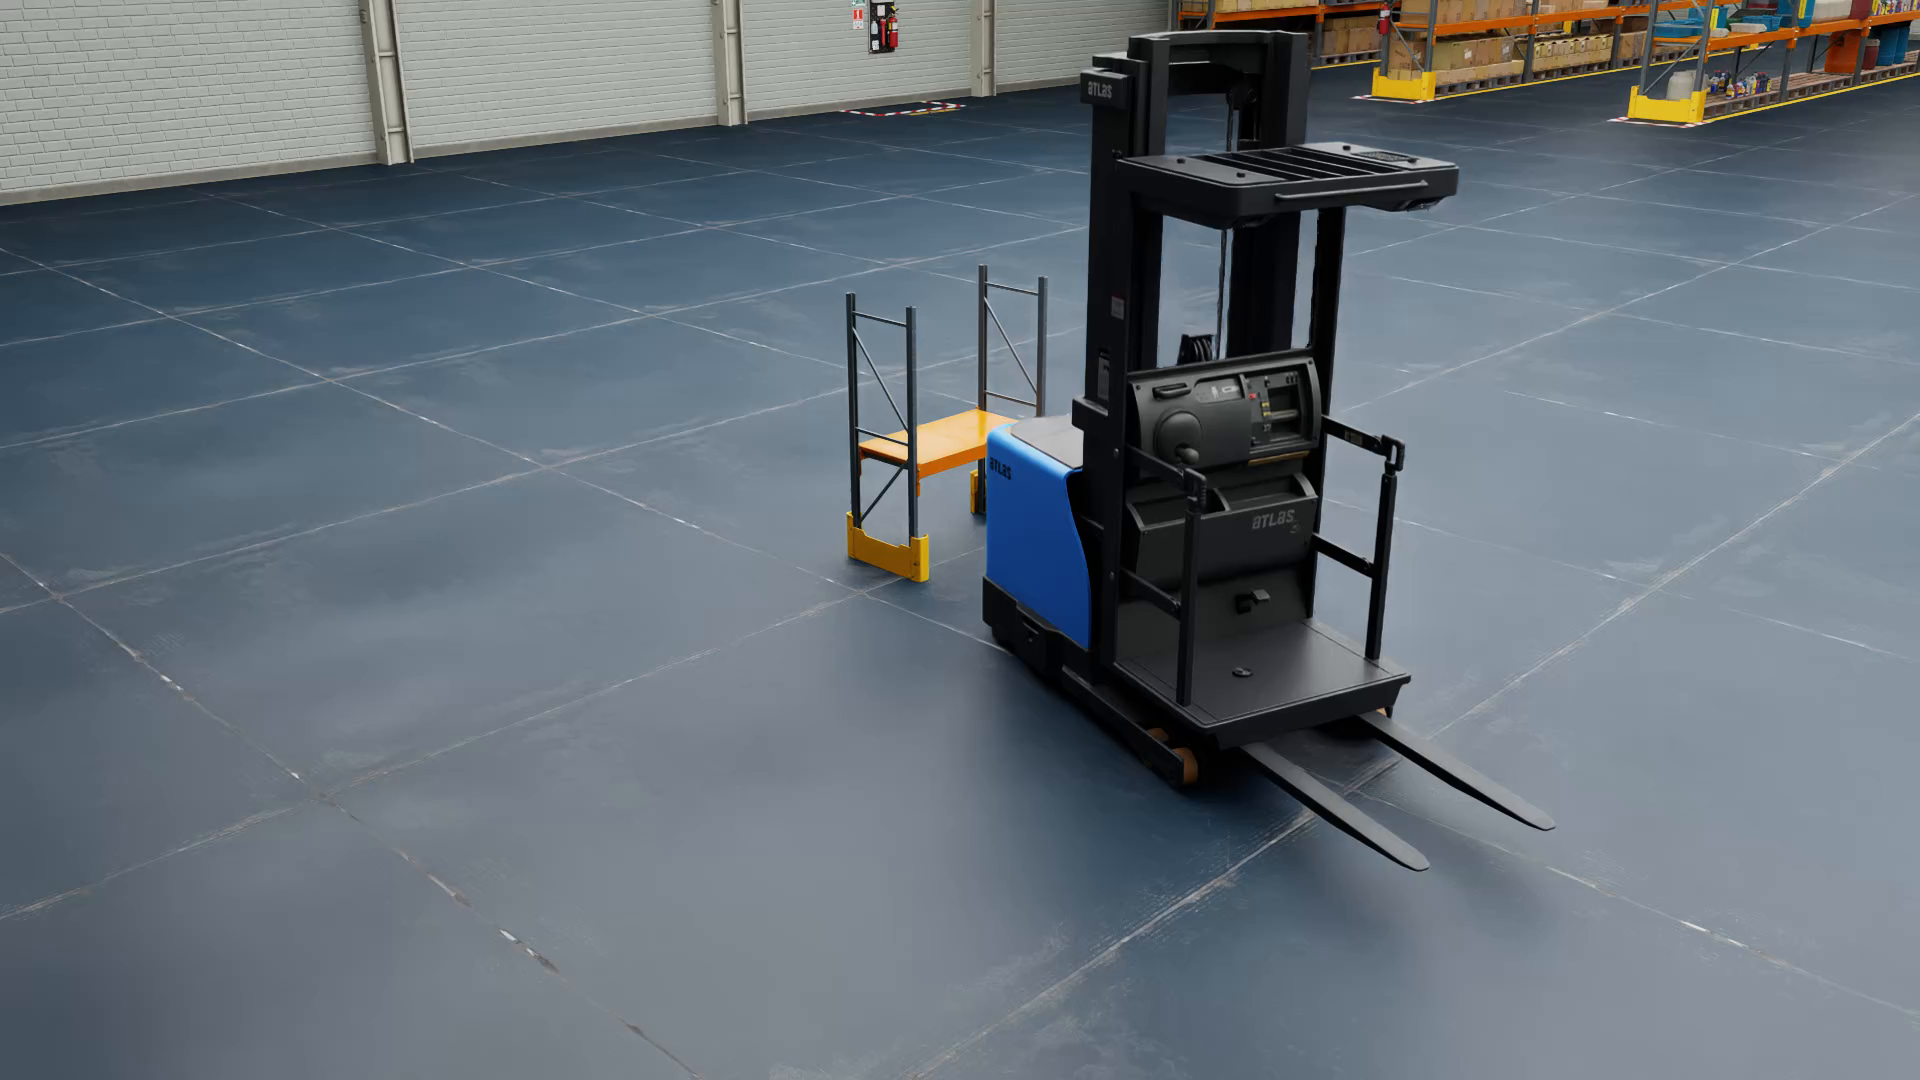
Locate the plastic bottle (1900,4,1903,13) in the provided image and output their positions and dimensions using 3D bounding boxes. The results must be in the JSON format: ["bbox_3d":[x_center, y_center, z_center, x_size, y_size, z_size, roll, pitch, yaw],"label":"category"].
[{"bbox_3d":[19.257,-10.918,34.075,0.097,0.201,0.097,0,21,0],"label":"plastic bottle"}]

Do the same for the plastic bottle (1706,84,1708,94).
[{"bbox_3d":[13.215,-8.010,29.522,0.097,0.201,0.097,0,21,0],"label":"plastic bottle"}]

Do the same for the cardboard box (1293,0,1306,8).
[{"bbox_3d":[7.078,-11.586,35.718,0.500,0.250,0.500,19,28,41],"label":"cardboard box"}]

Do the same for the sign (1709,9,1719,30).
[{"bbox_3d":[12.244,-8.453,26.999,0.100,0.325,0.005,19,28,41],"label":"sign"}]

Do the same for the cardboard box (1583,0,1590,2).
[{"bbox_3d":[13.125,-11.536,35.532,0.500,0.311,0.500,19,28,40],"label":"cardboard box"}]

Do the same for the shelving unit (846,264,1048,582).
[{"bbox_3d":[-0.053,-0.680,9.255,0.587,1.500,1.083,19,28,41],"label":"shelving unit"}]

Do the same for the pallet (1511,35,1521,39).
[{"bbox_3d":[13.713,-12.901,42.844,1.003,0.211,1.213,19,28,41],"label":"pallet"}]

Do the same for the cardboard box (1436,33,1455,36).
[{"bbox_3d":[11.558,-12.571,40.510,0.750,0.750,0.750,19,28,40],"label":"cardboard box"}]

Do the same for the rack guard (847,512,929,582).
[{"bbox_3d":[-0.401,0.031,9.146,0.587,0.250,0.087,19,28,41],"label":"rack guard"}]

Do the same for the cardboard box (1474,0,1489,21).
[{"bbox_3d":[9.719,-10.265,31.961,0.500,0.500,0.700,-19,28,-40],"label":"cardboard box"}]

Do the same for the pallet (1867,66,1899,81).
[{"bbox_3d":[18.805,-9.742,34.627,1.003,0.211,1.213,19,28,41],"label":"pallet"}]

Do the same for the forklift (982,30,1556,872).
[{"bbox_3d":[1.233,-0.524,6.853,1.130,2.935,3.031,-10,23,-25],"label":"forklift"}]

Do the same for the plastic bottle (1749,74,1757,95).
[{"bbox_3d":[14.041,-8.089,29.519,0.144,0.351,0.185,19,28,40],"label":"plastic bottle"}]

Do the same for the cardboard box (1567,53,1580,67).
[{"bbox_3d":[12.628,-10.081,34.868,0.500,0.250,0.500,-20,28,-41],"label":"cardboard box"}]

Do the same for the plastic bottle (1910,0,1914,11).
[{"bbox_3d":[19.689,-11.158,34.493,0.144,0.351,0.185,19,28,41],"label":"plastic bottle"}]

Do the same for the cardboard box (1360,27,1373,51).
[{"bbox_3d":[9.102,-11.601,38.446,0.700,0.500,0.500,19,28,40],"label":"cardboard box"}]

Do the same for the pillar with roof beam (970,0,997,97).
[{"bbox_3d":[3.522,-11.519,27.000,9.100,9.000,0.400,19,28,41],"label":"pillar with roof beam"}]

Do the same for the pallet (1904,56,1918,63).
[{"bbox_3d":[20.709,-10.444,36.453,1.003,0.211,1.213,19,28,41],"label":"pallet"}]

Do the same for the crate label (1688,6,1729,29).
[{"bbox_3d":[12.943,-9.020,28.811,0.502,0.435,0.616,19,28,41],"label":"crate label"}]

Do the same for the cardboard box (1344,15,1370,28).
[{"bbox_3d":[9.073,-11.924,38.243,0.500,0.250,0.500,19,28,40],"label":"cardboard box"}]

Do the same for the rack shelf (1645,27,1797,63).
[{"bbox_3d":[13.248,-8.641,28.877,1.077,0.370,4.000,19,28,41],"label":"rack shelf"}]

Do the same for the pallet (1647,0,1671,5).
[{"bbox_3d":[15.241,-12.171,37.326,1.003,0.211,1.213,19,28,41],"label":"pallet"}]

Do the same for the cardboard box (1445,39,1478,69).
[{"bbox_3d":[9.527,-9.308,31.814,0.500,0.500,0.500,19,28,41],"label":"cardboard box"}]

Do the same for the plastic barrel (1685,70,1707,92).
[{"bbox_3d":[12.607,-7.814,28.606,0.421,0.512,0.421,0,21,0],"label":"plastic barrel"}]

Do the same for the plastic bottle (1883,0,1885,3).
[{"bbox_3d":[18.846,-10.926,33.889,0.144,0.351,0.185,19,28,41],"label":"plastic bottle"}]

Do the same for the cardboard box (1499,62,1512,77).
[{"bbox_3d":[10.574,-9.344,32.951,0.500,0.250,0.500,19,28,41],"label":"cardboard box"}]

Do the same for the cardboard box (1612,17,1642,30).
[{"bbox_3d":[15.119,-11.727,37.729,0.500,0.250,0.500,19,28,40],"label":"cardboard box"}]

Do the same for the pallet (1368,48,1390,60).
[{"bbox_3d":[9.789,-11.496,39.190,1.003,0.211,1.213,19,28,41],"label":"pallet"}]

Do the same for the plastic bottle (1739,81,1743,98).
[{"bbox_3d":[13.650,-7.896,29.126,0.097,0.271,0.097,0,21,0],"label":"plastic bottle"}]

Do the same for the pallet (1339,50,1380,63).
[{"bbox_3d":[8.938,-11.184,38.378,1.003,0.211,1.213,19,28,41],"label":"pallet"}]

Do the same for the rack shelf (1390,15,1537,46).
[{"bbox_3d":[9.702,-9.881,32.105,1.077,0.370,4.000,19,28,41],"label":"rack shelf"}]

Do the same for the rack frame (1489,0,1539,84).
[{"bbox_3d":[11.097,-10.731,33.313,1.000,3.000,0.127,19,28,41],"label":"rack frame"}]

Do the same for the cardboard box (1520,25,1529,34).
[{"bbox_3d":[14.434,-13.482,43.369,0.500,0.500,0.700,-19,28,-41],"label":"cardboard box"}]

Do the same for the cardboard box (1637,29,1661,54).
[{"bbox_3d":[15.485,-11.243,37.514,0.500,0.500,0.500,18,27,39],"label":"cardboard box"}]

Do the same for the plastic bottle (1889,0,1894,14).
[{"bbox_3d":[18.806,-10.780,33.603,0.061,0.283,0.133,19,28,41],"label":"plastic bottle"}]

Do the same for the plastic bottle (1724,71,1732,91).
[{"bbox_3d":[13.886,-8.320,30.118,0.144,0.351,0.185,19,28,41],"label":"plastic bottle"}]

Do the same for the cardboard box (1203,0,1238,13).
[{"bbox_3d":[5.323,-10.927,34.004,0.500,0.250,0.500,18,28,39],"label":"cardboard box"}]

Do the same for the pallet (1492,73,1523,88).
[{"bbox_3d":[10.512,-9.236,33.309,1.003,0.211,1.213,19,28,41],"label":"pallet"}]

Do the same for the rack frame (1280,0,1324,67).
[{"bbox_3d":[7.545,-11.970,36.536,1.000,3.000,0.127,19,28,41],"label":"rack frame"}]

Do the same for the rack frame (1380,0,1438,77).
[{"bbox_3d":[8.307,-9.703,30.638,1.000,3.000,0.127,19,28,41],"label":"rack frame"}]

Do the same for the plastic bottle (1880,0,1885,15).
[{"bbox_3d":[18.416,-10.636,33.229,0.061,0.283,0.133,19,28,41],"label":"plastic bottle"}]

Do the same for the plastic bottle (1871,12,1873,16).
[{"bbox_3d":[17.967,-10.491,32.861,0.152,0.276,0.135,19,28,41],"label":"plastic bottle"}]

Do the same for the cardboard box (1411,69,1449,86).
[{"bbox_3d":[8.840,-8.698,31.270,0.500,0.250,0.500,19,28,41],"label":"cardboard box"}]

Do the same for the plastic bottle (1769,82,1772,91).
[{"bbox_3d":[14.614,-8.218,30.063,0.097,0.201,0.097,0,21,0],"label":"plastic bottle"}]

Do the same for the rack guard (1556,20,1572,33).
[{"bbox_3d":[15.933,-13.894,45.026,1.175,0.500,0.348,19,28,41],"label":"rack guard"}]

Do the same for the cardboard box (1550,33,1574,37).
[{"bbox_3d":[12.951,-10.735,35.790,0.500,0.311,0.500,18,28,39],"label":"cardboard box"}]

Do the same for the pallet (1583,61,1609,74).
[{"bbox_3d":[13.285,-10.256,35.963,1.003,0.211,1.213,19,28,41],"label":"pallet"}]

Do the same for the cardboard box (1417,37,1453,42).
[{"bbox_3d":[9.155,-9.439,32.152,0.500,0.500,0.500,19,28,41],"label":"cardboard box"}]

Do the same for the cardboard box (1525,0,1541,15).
[{"bbox_3d":[11.409,-10.799,33.698,0.500,0.250,0.500,-18,27,-39],"label":"cardboard box"}]

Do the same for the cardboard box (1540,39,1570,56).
[{"bbox_3d":[12.277,-10.210,34.423,0.500,0.311,0.500,18,27,39],"label":"cardboard box"}]

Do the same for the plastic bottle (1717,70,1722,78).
[{"bbox_3d":[13.783,-8.356,30.212,0.185,0.351,0.144,-19,28,-41],"label":"plastic bottle"}]

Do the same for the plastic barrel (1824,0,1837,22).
[{"bbox_3d":[16.282,-10.045,31.338,0.433,0.535,0.433,0,21,0],"label":"plastic barrel"}]
